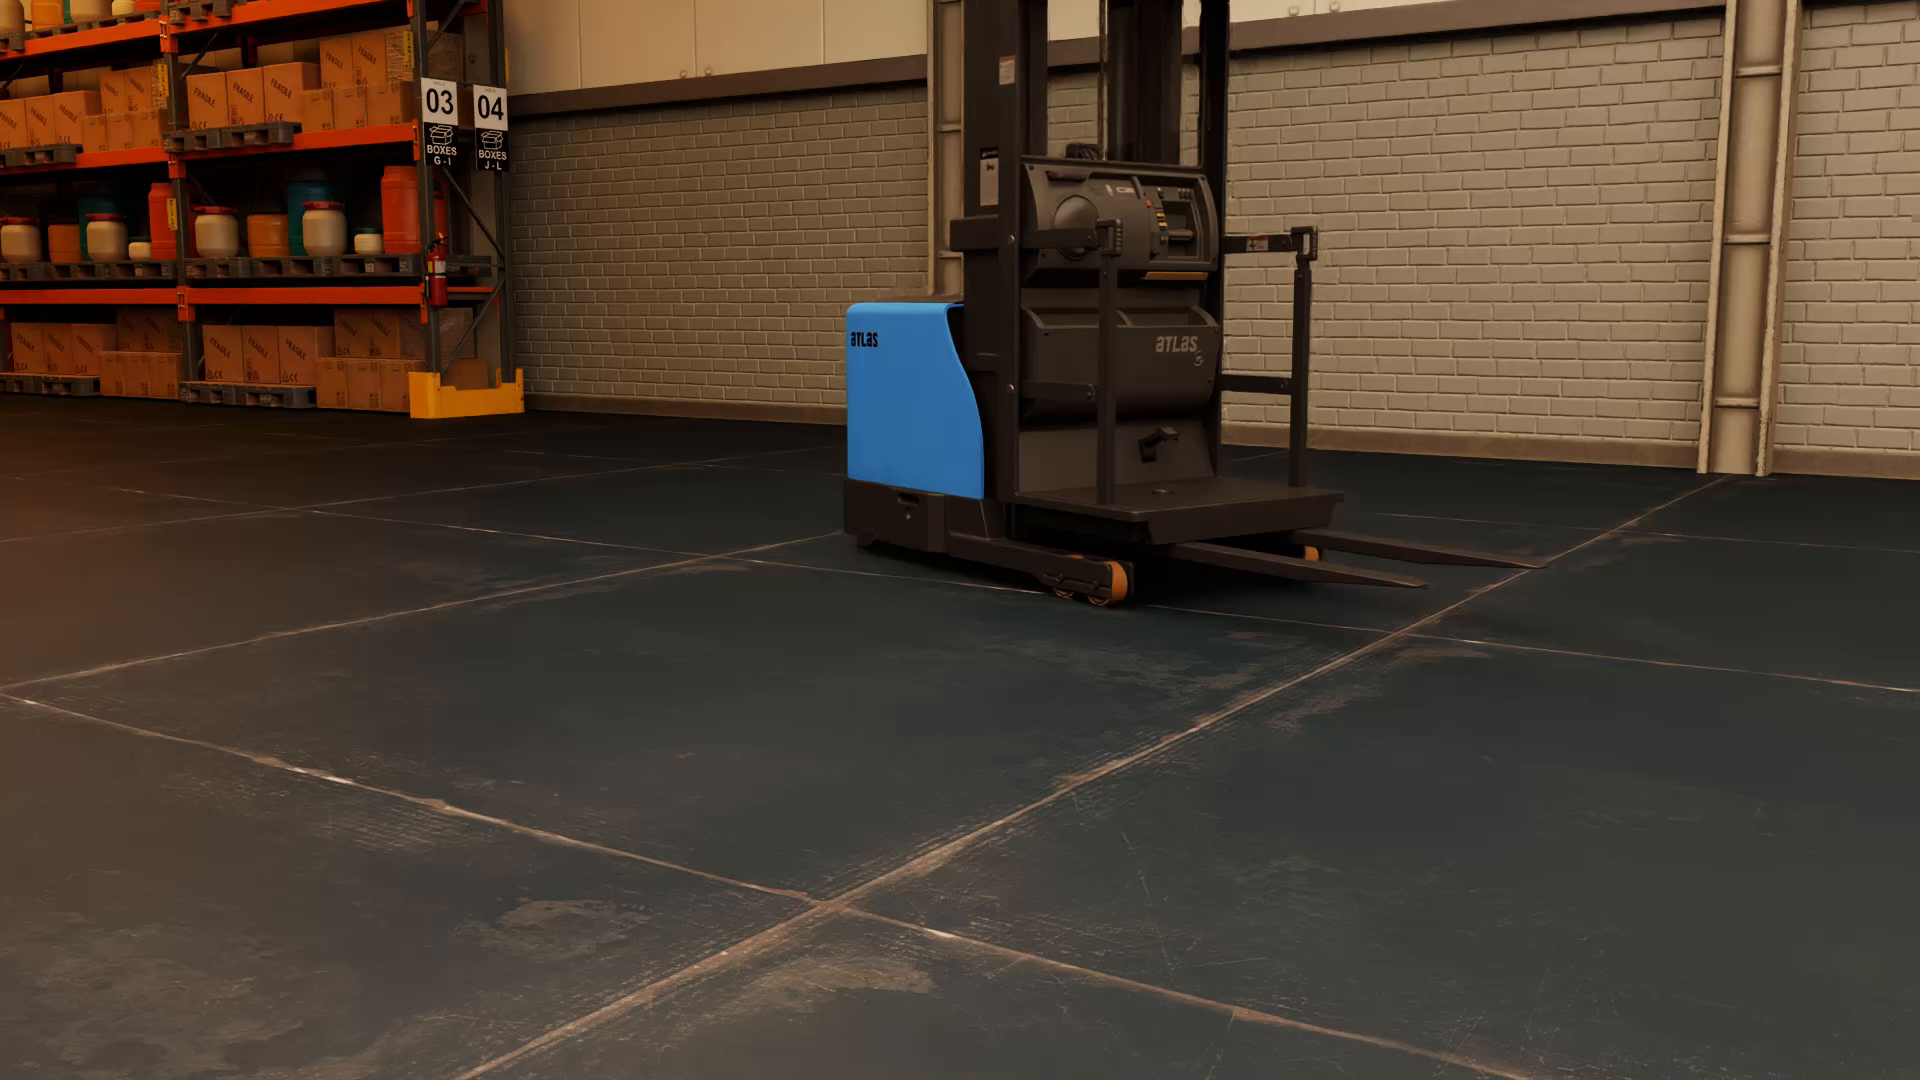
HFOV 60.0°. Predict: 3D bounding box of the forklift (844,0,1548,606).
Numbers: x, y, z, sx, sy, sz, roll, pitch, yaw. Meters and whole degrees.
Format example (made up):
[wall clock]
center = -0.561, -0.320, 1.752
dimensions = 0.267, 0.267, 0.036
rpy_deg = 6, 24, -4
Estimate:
[forklift]
center = 0.761, -1.291, 6.271
dimensions = 1.130, 2.935, 3.031
rpy_deg = -6, 10, -36
